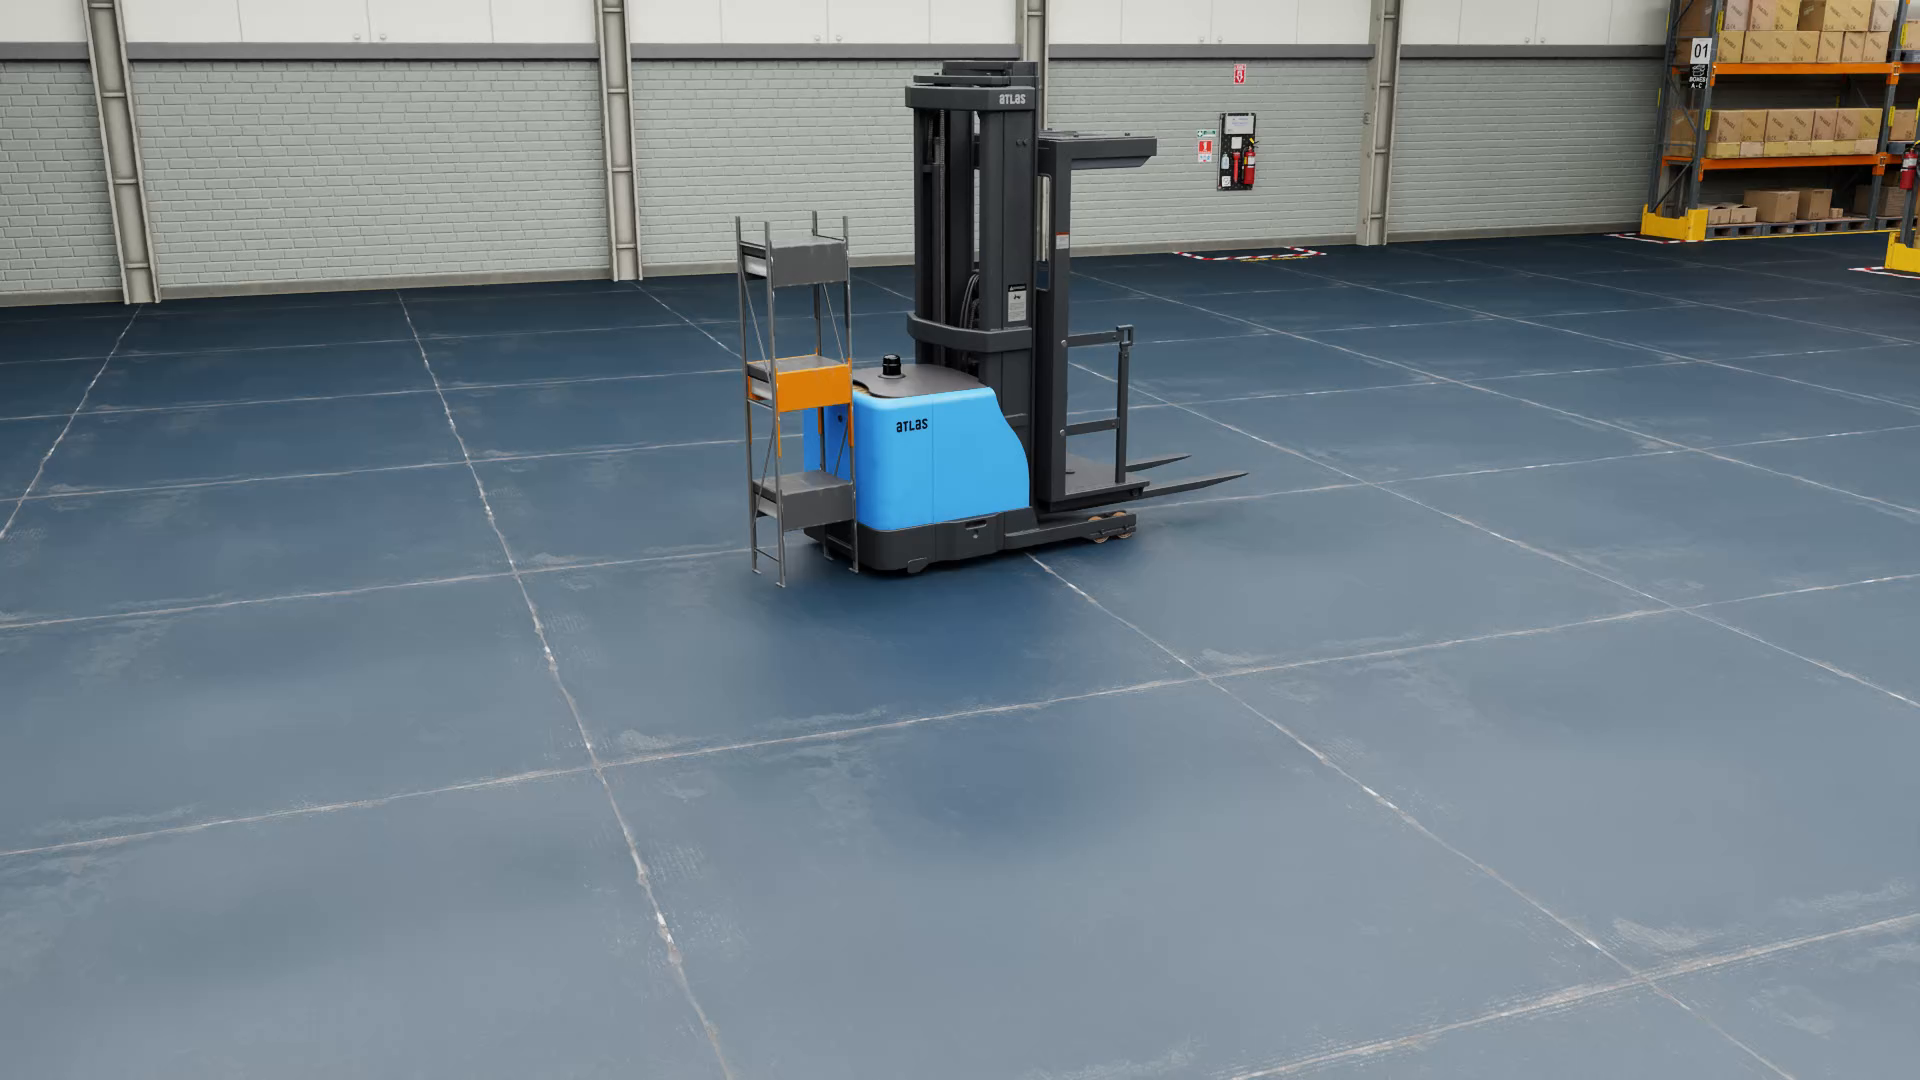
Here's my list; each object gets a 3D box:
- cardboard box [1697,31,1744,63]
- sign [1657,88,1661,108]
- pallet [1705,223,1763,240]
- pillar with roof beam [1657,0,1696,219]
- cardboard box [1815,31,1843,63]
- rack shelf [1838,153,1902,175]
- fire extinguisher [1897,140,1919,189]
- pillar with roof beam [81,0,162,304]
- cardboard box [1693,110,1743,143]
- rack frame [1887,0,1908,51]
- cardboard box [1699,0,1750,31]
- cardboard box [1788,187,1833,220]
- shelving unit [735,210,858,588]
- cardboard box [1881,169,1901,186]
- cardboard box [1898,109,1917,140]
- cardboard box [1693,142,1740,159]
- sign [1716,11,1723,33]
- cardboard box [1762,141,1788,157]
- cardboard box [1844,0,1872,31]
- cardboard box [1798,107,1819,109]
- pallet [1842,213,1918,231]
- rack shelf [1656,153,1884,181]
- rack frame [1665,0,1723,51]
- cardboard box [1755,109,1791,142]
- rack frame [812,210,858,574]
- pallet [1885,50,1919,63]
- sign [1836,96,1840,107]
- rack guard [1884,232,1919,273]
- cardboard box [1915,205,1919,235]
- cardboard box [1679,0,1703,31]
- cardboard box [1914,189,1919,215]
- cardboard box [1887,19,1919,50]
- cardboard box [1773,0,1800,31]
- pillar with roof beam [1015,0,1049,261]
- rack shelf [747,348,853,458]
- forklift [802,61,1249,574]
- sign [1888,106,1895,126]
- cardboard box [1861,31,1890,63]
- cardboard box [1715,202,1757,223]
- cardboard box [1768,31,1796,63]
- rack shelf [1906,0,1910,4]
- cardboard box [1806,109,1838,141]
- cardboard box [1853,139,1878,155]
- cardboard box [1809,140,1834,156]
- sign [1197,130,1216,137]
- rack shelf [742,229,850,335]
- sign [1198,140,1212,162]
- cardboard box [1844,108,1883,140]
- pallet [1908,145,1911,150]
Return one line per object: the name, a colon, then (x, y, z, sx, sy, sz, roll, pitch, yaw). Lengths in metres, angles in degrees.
cardboard box: (12.300, -7.993, 26.956, 0.500, 0.500, 0.500, -6, 17, -19)
sign: (11.718, -7.383, 27.801, 0.005, 0.325, 0.100, -6, 17, -20)
pallet: (12.740, -5.270, 28.171, 1.213, 0.211, 1.003, -6, 17, -20)
pillar with roof beam: (13.782, -8.572, 23.818, 0.400, 9.000, 9.100, -6, 17, -20)
cardboard box: (14.269, -8.199, 27.657, 0.500, 0.500, 0.500, -7, 18, -22)
rack shelf: (17.501, -6.788, 29.666, 4.000, 0.370, 1.077, -6, 17, -20)
fire extinguisher: (13.397, -5.298, 23.454, 0.183, 0.674, 0.296, -6, 17, -20)
pillar with roof beam: (-8.629, -6.152, 15.578, 0.400, 9.000, 9.100, -6, 17, -20)
cardboard box: (12.451, -6.795, 27.312, 0.500, 0.500, 0.500, -6, 17, -20)
rack frame: (15.633, -9.810, 28.033, 0.127, 3.000, 1.000, -6, 17, -20)
cardboard box: (12.344, -8.480, 26.839, 0.500, 0.500, 0.500, -8, 18, -24)
cardboard box: (14.678, -5.828, 28.776, 0.500, 0.500, 0.500, -8, 18, -24)
shelving unit: (-0.936, -0.813, 9.631, 0.503, 2.100, 0.431, -11, 20, -31)
cardboard box: (16.724, -6.427, 29.484, 0.500, 0.250, 0.500, -7, 18, -21)
cardboard box: (16.645, -7.287, 29.131, 0.500, 0.500, 0.700, -4, 17, -14)
cardboard box: (12.467, -6.431, 27.406, 0.500, 0.250, 0.500, -7, 18, -22)
sign: (12.092, -8.244, 26.473, 0.005, 0.325, 0.100, -6, 17, -20)
cardboard box: (13.425, -6.537, 27.767, 0.500, 0.250, 0.500, -6, 18, -21)
cardboard box: (14.751, -8.728, 27.684, 0.500, 0.500, 0.500, -5, 17, -17)
cardboard box: (14.635, -7.185, 28.642, 0.500, 0.500, 0.500, -6, 17, -20)
pallet: (16.359, -5.672, 29.539, 1.213, 0.211, 1.003, -6, 17, -20)
rack shelf: (13.765, -6.385, 28.293, 4.000, 0.370, 1.077, -6, 17, -20)
rack frame: (11.898, -9.406, 26.659, 0.127, 3.000, 1.000, -6, 17, -20)
cardboard box: (13.401, -6.892, 27.644, 0.500, 0.500, 0.500, -7, 18, -22)
rack frame: (-0.731, -0.853, 9.757, 0.015, 2.100, 0.400, -11, 20, -31)
pallet: (16.248, -8.315, 28.598, 1.003, 0.211, 1.213, -6, 17, -20)
sign: (15.431, -7.633, 29.211, 0.005, 0.325, 0.100, -6, 17, -20)
rack guard: (13.651, -4.023, 23.412, 0.348, 0.500, 1.175, -6, 17, -20)
cardboard box: (14.068, -4.599, 23.741, 0.500, 0.500, 0.500, -6, 17, -20)
cardboard box: (12.207, -8.617, 27.306, 0.500, 0.500, 0.500, -5, 17, -18)
cardboard box: (16.779, -6.087, 29.658, 0.500, 0.500, 0.700, -7, 18, -21)
cardboard box: (16.172, -8.654, 28.498, 0.500, 0.500, 0.500, -4, 17, -12)
cardboard box: (13.306, -8.571, 27.152, 0.500, 0.500, 0.500, -6, 17, -19)
pillar with roof beam: (2.577, -7.362, 19.698, 0.400, 9.000, 9.100, -6, 17, -20)
rack shelf: (-0.936, -0.800, 9.635, 0.480, 0.518, 0.431, -11, 20, -31)
forklift: (0.528, -1.502, 10.511, 3.031, 2.935, 1.130, -10, 19, -31)
sign: (15.834, -7.205, 28.272, 0.005, 0.325, 0.100, -6, 17, -20)
cardboard box: (15.248, -8.312, 28.043, 0.500, 0.500, 0.500, -6, 17, -19)
cardboard box: (13.108, -5.553, 28.174, 0.500, 0.311, 0.500, -5, 17, -15)
cardboard box: (13.297, -8.091, 27.290, 0.500, 0.500, 0.500, -5, 17, -18)
rack shelf: (17.501, -9.474, 28.877, 4.000, 0.370, 1.077, -6, 17, -20)
cardboard box: (14.364, -7.000, 28.011, 0.500, 0.500, 0.500, -7, 18, -22)
cardboard box: (15.299, -6.741, 28.462, 0.500, 0.250, 0.500, -6, 17, -20)
cardboard box: (14.367, -6.639, 28.112, 0.500, 0.250, 0.500, -6, 17, -20)
sign: (3.772, -6.223, 25.462, 0.331, 0.109, 0.001, -6, 17, -20)
rack shelf: (-0.942, -1.471, 9.433, 0.480, 0.518, 0.431, -11, 20, -31)
sign: (3.765, -5.971, 25.543, 0.234, 0.329, 0.001, -6, 17, -20)
cardboard box: (15.302, -7.100, 28.351, 0.500, 0.500, 0.500, -6, 17, -20)
pallet: (17.534, -7.032, 29.562, 1.213, 0.211, 1.003, -6, 17, -20)
